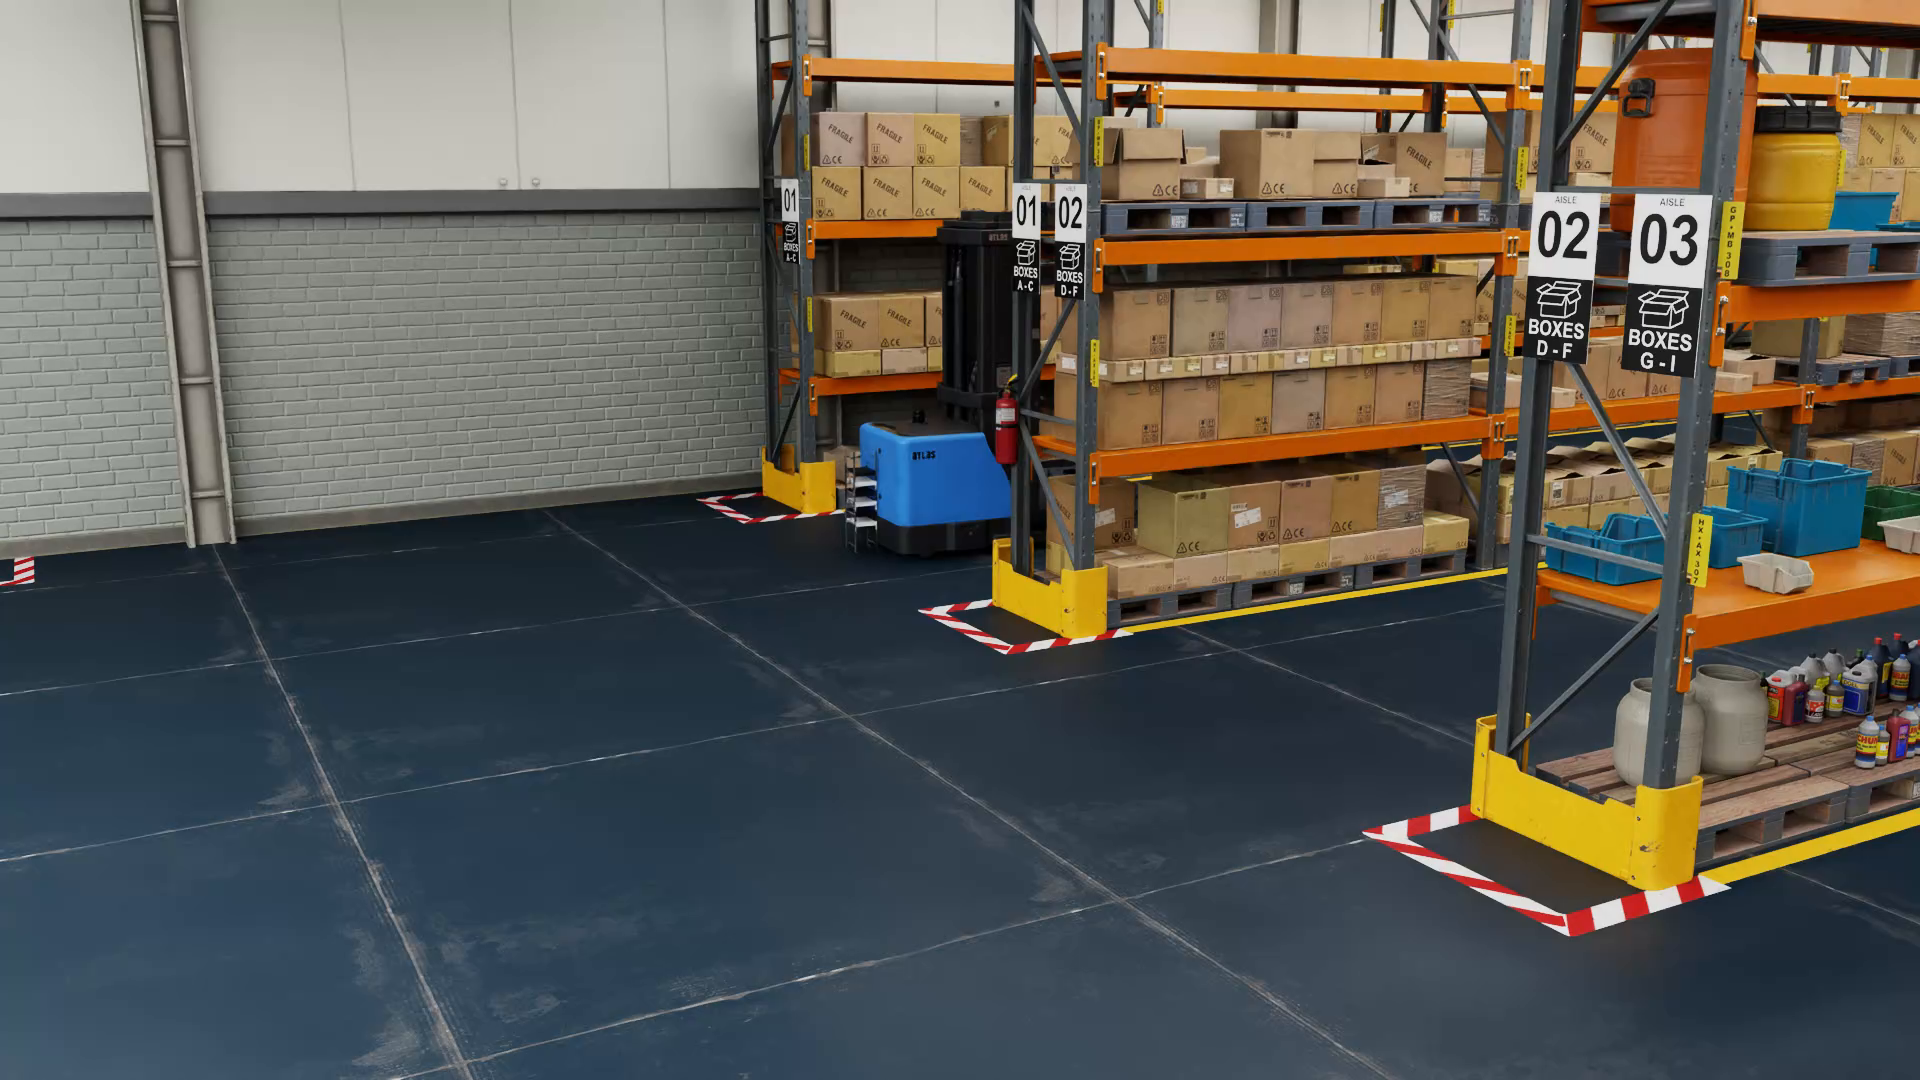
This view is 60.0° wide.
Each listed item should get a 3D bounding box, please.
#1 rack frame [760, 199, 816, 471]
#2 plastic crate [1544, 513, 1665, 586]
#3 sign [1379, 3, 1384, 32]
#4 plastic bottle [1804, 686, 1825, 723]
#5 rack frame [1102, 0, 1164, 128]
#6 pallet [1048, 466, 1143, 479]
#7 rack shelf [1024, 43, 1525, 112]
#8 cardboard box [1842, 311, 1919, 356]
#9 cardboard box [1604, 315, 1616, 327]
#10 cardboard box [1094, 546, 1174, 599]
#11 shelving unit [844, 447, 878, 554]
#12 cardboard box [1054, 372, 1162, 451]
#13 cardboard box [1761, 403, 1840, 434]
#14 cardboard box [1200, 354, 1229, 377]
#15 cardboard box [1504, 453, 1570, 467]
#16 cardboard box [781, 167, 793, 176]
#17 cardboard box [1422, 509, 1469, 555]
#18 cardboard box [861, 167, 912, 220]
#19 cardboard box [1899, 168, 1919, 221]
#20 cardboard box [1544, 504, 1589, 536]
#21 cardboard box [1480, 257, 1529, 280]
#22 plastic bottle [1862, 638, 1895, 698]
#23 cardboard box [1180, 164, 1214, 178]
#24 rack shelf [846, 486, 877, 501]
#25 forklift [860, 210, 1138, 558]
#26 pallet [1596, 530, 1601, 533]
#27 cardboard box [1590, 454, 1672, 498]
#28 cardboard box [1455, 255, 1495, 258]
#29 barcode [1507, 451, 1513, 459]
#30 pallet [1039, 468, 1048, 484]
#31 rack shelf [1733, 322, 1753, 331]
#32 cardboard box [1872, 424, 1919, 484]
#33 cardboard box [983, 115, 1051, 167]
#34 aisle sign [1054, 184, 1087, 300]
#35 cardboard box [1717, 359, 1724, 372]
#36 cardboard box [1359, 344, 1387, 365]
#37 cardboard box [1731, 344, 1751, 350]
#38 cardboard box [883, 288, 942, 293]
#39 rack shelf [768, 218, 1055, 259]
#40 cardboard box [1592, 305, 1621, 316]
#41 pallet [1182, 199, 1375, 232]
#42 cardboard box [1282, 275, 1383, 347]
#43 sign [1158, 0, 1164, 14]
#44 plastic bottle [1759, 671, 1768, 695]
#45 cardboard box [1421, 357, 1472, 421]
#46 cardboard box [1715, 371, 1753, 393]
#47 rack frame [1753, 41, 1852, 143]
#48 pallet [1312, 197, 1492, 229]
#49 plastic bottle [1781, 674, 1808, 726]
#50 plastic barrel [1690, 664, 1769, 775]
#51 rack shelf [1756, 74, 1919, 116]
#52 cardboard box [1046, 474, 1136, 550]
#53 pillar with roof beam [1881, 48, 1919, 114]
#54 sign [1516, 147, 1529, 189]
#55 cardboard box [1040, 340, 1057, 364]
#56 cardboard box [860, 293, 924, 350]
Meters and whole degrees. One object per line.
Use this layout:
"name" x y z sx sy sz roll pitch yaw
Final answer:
"rack frame" -1.696 -1.835 16.431 0.127 3.000 1.000 -7 14 -28
"plastic crate" 3.346 0.036 8.454 0.616 0.251 0.499 -7 14 -28
"sign" 5.056 -6.243 19.866 0.005 0.325 0.100 -7 14 -28
"plastic bottle" 4.885 0.933 9.502 0.097 0.201 0.097 0 13 0
"rack frame" 1.815 -5.183 17.642 0.127 3.000 1.000 -7 14 -28
"pallet" 1.242 -0.818 18.263 1.213 0.211 1.003 -7 14 -28
"rack shelf" 2.436 -3.472 12.590 4.000 0.370 1.077 -7 14 -28
"cardboard box" 9.095 -2.123 16.529 0.500 0.500 0.700 -4 13 -17
"cardboard box" 8.216 -2.845 21.445 0.250 0.149 0.380 -6 14 -26
"cardboard box" 1.258 0.242 12.507 0.500 0.250 0.500 -7 14 -28
"shelving unit" -0.870 -0.353 14.626 0.210 0.900 0.258 -6 14 -24
"cardboard box" 1.096 -0.976 12.387 0.500 0.500 0.700 -7 14 -28
"cardboard box" 8.458 -1.234 16.743 0.500 0.250 0.500 -6 14 -26
"cardboard box" 1.801 -1.326 12.465 0.250 0.149 0.380 -7 14 -29
"cardboard box" 5.302 -0.644 15.170 0.500 0.311 0.500 -7 14 -28
"cardboard box" -1.451 -3.450 16.501 0.500 0.500 0.500 -6 14 -24
"cardboard box" 3.889 -0.074 13.913 0.500 0.250 0.500 -7 14 -28
"cardboard box" -0.795 -3.394 16.251 0.500 0.500 0.500 -6 14 -24
"cardboard box" 8.973 -3.395 16.305 0.500 0.500 0.910 -7 14 -28
"cardboard box" 5.113 -0.213 14.531 0.500 0.250 0.500 -6 14 -26
"cardboard box" 6.756 -3.354 20.523 0.500 0.250 0.500 -7 14 -27
"plastic bottle" 5.488 0.756 9.950 0.185 0.351 0.144 -8 15 -30
"cardboard box" 1.565 -2.716 12.581 0.500 0.250 0.500 -7 14 -28
"rack shelf" -0.870 -0.408 14.613 0.200 0.077 0.258 -6 14 -24
"forklift" 0.651 -1.472 14.972 3.031 2.935 1.130 -6 14 -24
"pallet" 5.891 -0.155 15.319 1.213 0.211 1.003 -7 14 -28
"cardboard box" 6.022 -0.596 14.955 0.500 0.311 0.500 -6 14 -26
"cardboard box" 6.507 -3.451 20.953 0.500 0.250 0.500 -7 15 -29
"barcode" 4.615 -0.712 13.944 0.075 0.075 0.001 -7 14 -28
"pallet" 0.170 -0.689 17.689 1.213 0.211 1.003 -7 14 -28
"rack shelf" 10.592 -2.957 23.055 4.000 0.370 1.077 -7 14 -28
"cardboard box" 9.594 -0.874 16.853 0.500 0.500 0.500 -7 15 -30
"cardboard box" 0.575 -4.044 16.864 0.500 0.500 0.500 -7 15 -30
"aisle sign" 0.770 -2.083 11.613 0.004 0.787 0.394 -7 14 -28
"cardboard box" 6.824 -1.622 15.688 0.500 0.311 0.500 -7 14 -29
"cardboard box" 3.161 -1.490 13.194 0.250 0.149 0.380 -7 14 -28
"cardboard box" 10.908 -2.672 23.411 0.250 0.149 0.380 -7 14 -27
"cardboard box" -0.486 -2.334 17.238 0.500 0.500 0.500 -7 15 -29
"rack shelf" 0.059 -3.158 17.116 4.000 0.370 1.077 -7 14 -28
"cardboard box" 8.109 -3.148 21.316 0.500 0.500 0.500 -7 14 -27
"pallet" 2.386 -2.500 12.754 1.213 0.211 1.003 -7 14 -28
"cardboard box" 2.922 -1.829 13.224 0.500 0.500 0.700 -7 14 -28
"sign" 2.058 -5.570 17.058 0.005 0.325 0.100 -7 14 -28
"plastic bottle" 4.546 0.891 9.502 0.133 0.283 0.061 -6 14 -26
"cardboard box" 3.805 -1.302 13.837 0.500 0.500 0.700 -7 15 -29
"cardboard box" 7.045 -1.452 15.301 0.250 0.149 0.380 -7 14 -28
"rack frame" 7.702 -4.649 15.272 0.127 3.000 1.000 -7 14 -28
"pallet" 3.455 -2.627 13.320 1.213 0.211 1.003 -7 14 -28
"plastic bottle" 4.738 0.906 9.435 0.133 0.283 0.061 -7 14 -28
"plastic barrel" 4.032 0.946 8.782 0.421 0.512 0.421 0 13 0
"rack shelf" 9.458 -4.314 16.330 4.000 0.370 1.077 -7 14 -28
"cardboard box" 1.009 -0.224 12.870 0.500 0.500 0.500 -7 14 -28
"pillar with roof beam" 16.366 -6.066 21.568 0.400 9.000 9.100 -7 14 -28
"sign" 4.459 -2.949 13.192 0.005 0.325 0.100 -7 14 -28
"cardboard box" 0.669 -1.977 17.360 0.500 0.250 0.500 -7 14 -28
"cardboard box" -0.695 -2.180 16.551 0.500 0.500 0.500 -7 14 -28
